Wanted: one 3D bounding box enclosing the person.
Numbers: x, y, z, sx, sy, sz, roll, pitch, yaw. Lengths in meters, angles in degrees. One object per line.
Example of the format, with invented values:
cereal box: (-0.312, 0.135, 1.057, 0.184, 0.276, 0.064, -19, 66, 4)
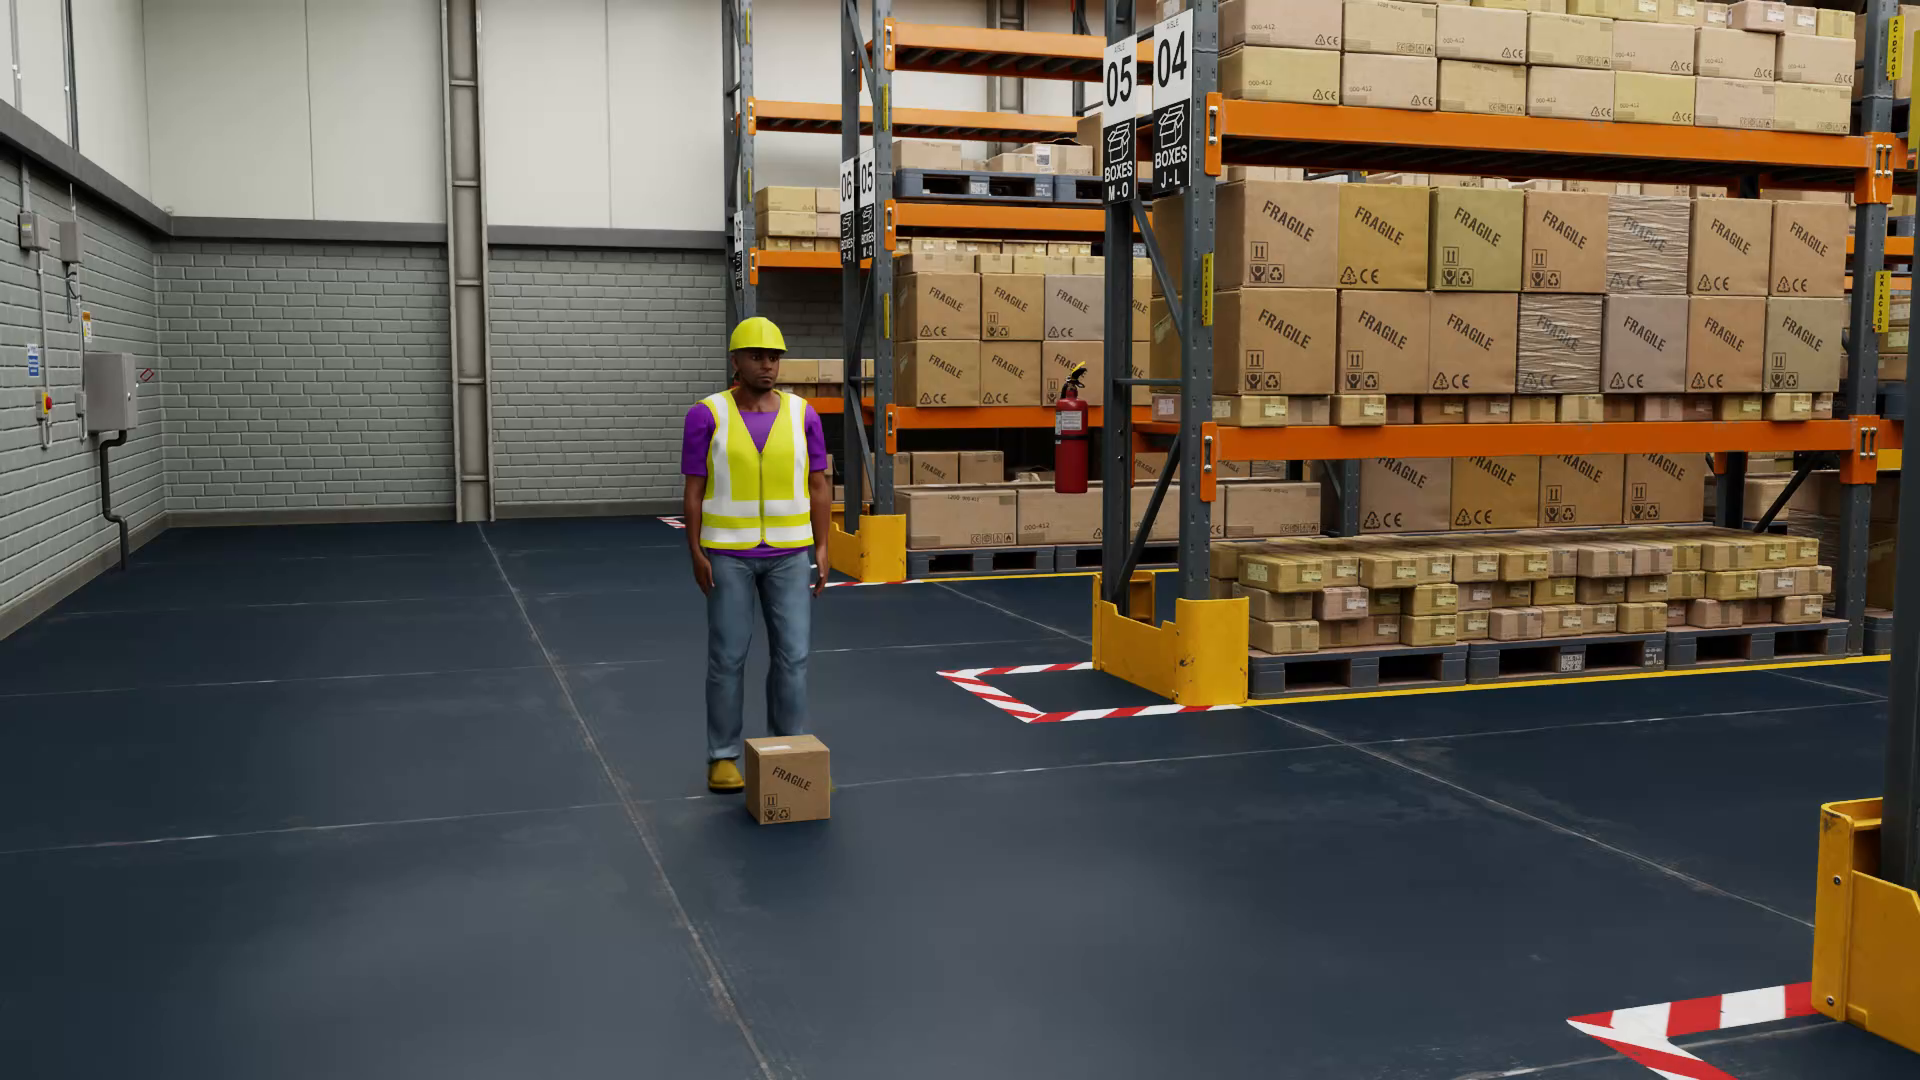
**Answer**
person: (-0.756, 0.047, 6.269, 0.563, 1.761, 0.362, -2, 6, -17)
